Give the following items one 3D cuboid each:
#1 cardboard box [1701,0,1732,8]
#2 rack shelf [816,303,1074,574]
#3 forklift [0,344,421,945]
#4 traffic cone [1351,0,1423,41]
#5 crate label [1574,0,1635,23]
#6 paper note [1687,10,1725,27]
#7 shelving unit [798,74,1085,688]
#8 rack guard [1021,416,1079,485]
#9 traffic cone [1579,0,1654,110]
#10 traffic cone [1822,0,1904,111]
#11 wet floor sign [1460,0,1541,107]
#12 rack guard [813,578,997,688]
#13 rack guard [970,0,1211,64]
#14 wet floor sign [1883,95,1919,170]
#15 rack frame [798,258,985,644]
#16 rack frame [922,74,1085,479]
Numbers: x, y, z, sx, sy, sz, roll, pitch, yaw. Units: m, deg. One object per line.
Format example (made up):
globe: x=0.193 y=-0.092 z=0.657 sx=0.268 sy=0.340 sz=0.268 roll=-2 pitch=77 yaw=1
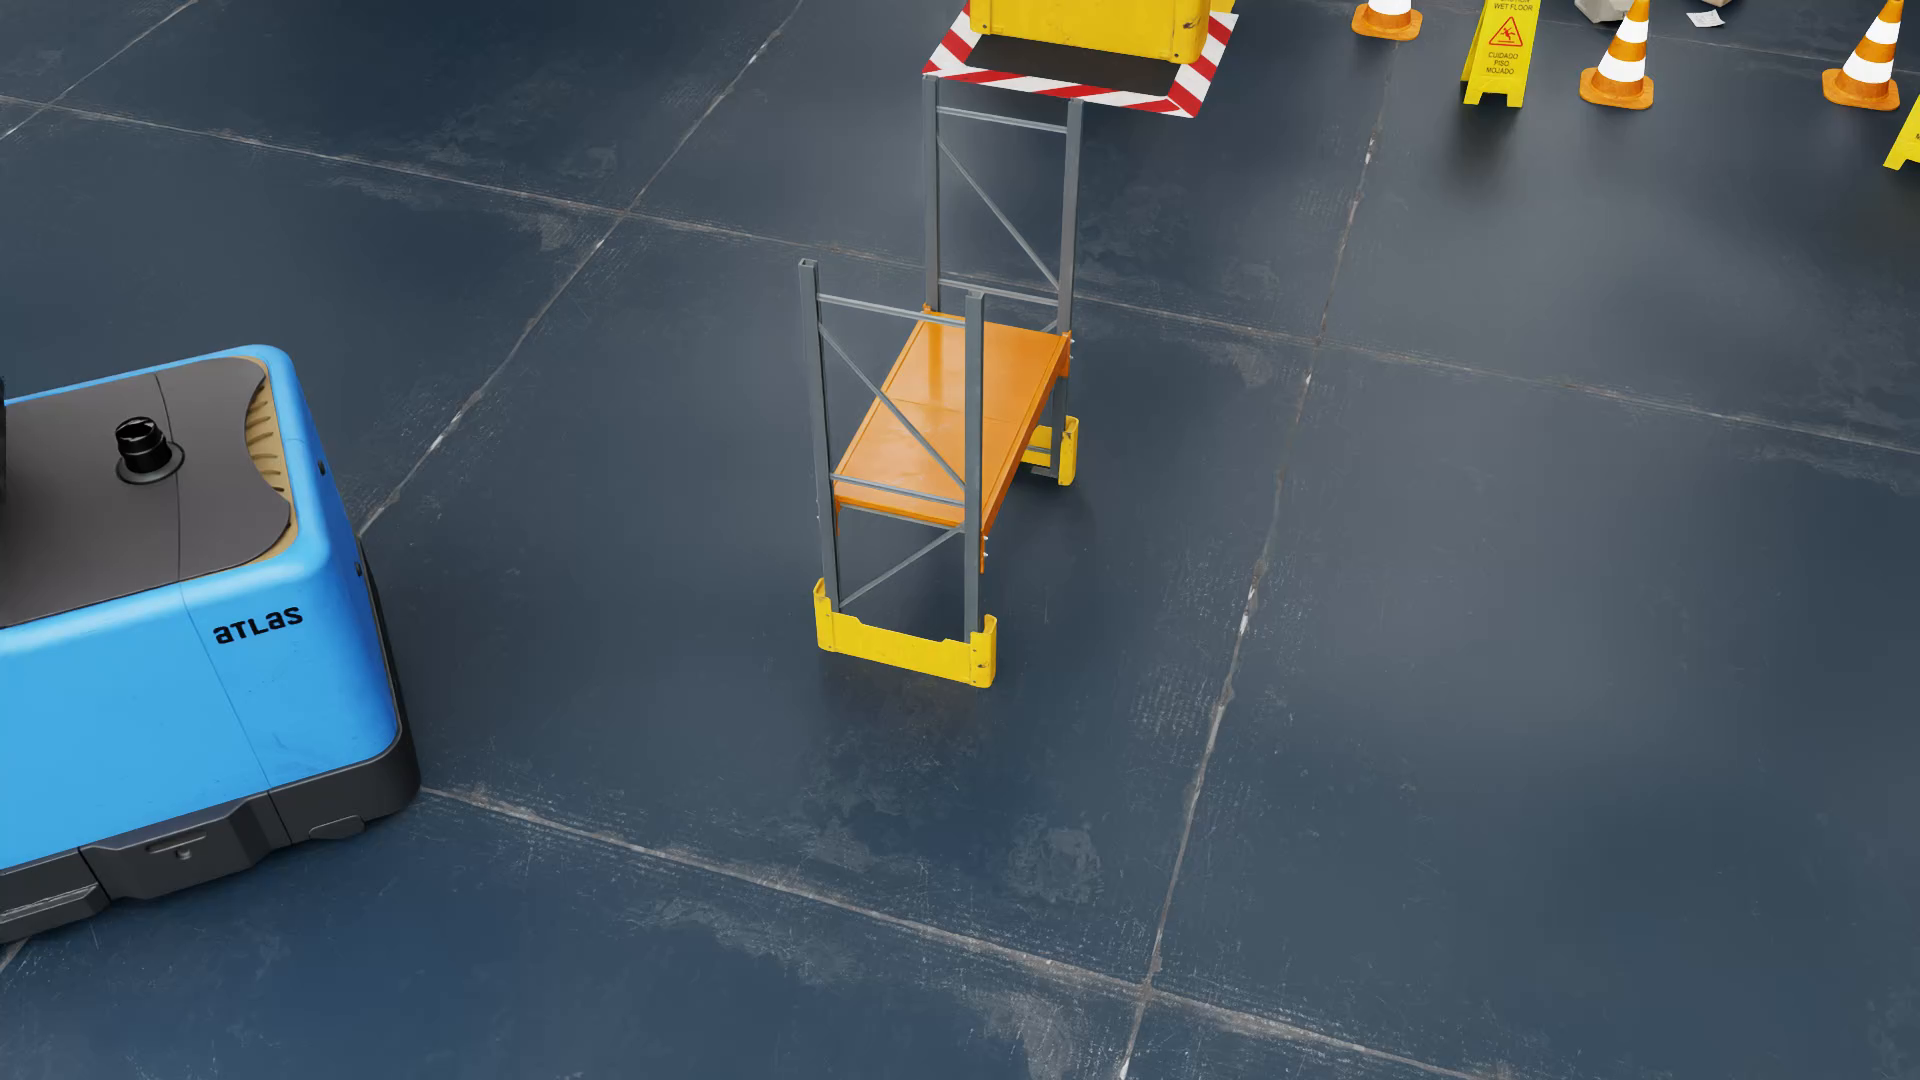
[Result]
cardboard box: x=3.868 y=-2.940 z=8.648 sx=0.250 sy=0.149 sz=0.380 roll=-33 pitch=53 yaw=-29
rack shelf: x=-0.026 y=-0.351 z=5.293 sx=0.538 sy=0.185 sz=1.000 roll=13 pitch=46 yaw=13
forklift: x=-3.159 y=-0.158 z=3.815 sx=3.031 sy=2.935 sz=1.130 roll=-16 pitch=47 yaw=-16
traffic cone: x=2.163 y=-2.786 z=8.266 sx=0.336 sy=0.463 sz=0.334 roll=13 pitch=46 yaw=13
crate label: x=3.316 y=-2.740 z=8.452 sx=0.250 sy=0.136 sz=0.298 roll=-9 pitch=45 yaw=-9
paper note: x=3.786 y=-2.648 z=8.435 sx=0.148 sy=0.019 sz=0.142 roll=-2 pitch=44 yaw=-2
shelving unit: x=-0.023 y=-0.485 z=5.174 sx=0.587 sy=1.500 sz=1.083 roll=13 pitch=46 yaw=13
rack guard: x=0.128 y=-0.370 z=5.950 sx=0.587 sy=0.250 sz=0.087 roll=13 pitch=46 yaw=13
traffic cone: x=3.137 y=-2.320 z=7.790 sx=0.336 sy=0.463 sz=0.334 roll=13 pitch=46 yaw=13
traffic cone: x=4.298 y=-2.311 z=7.781 sx=0.336 sy=0.463 sz=0.334 roll=13 pitch=46 yaw=13
wet floor sign: x=2.527 y=-2.359 z=7.699 sx=0.267 sy=0.644 sz=0.232 roll=5 pitch=45 yaw=5
rack guard: x=-0.174 y=0.293 z=5.271 sx=0.587 sy=0.250 sz=0.087 roll=13 pitch=46 yaw=13
rack guard: x=0.641 y=-2.730 z=8.182 sx=1.175 sy=0.500 sz=0.348 roll=13 pitch=46 yaw=13
wet floor sign: x=4.320 y=-1.916 z=7.247 sx=0.267 sy=0.644 sz=0.232 roll=28 pitch=51 yaw=26
rack frame: x=-0.180 y=-0.140 z=4.821 sx=0.500 sy=1.500 sz=0.032 roll=13 pitch=46 yaw=13
rack frame: x=0.128 y=-0.818 z=5.514 sx=0.500 sy=1.500 sz=0.032 roll=13 pitch=46 yaw=13
